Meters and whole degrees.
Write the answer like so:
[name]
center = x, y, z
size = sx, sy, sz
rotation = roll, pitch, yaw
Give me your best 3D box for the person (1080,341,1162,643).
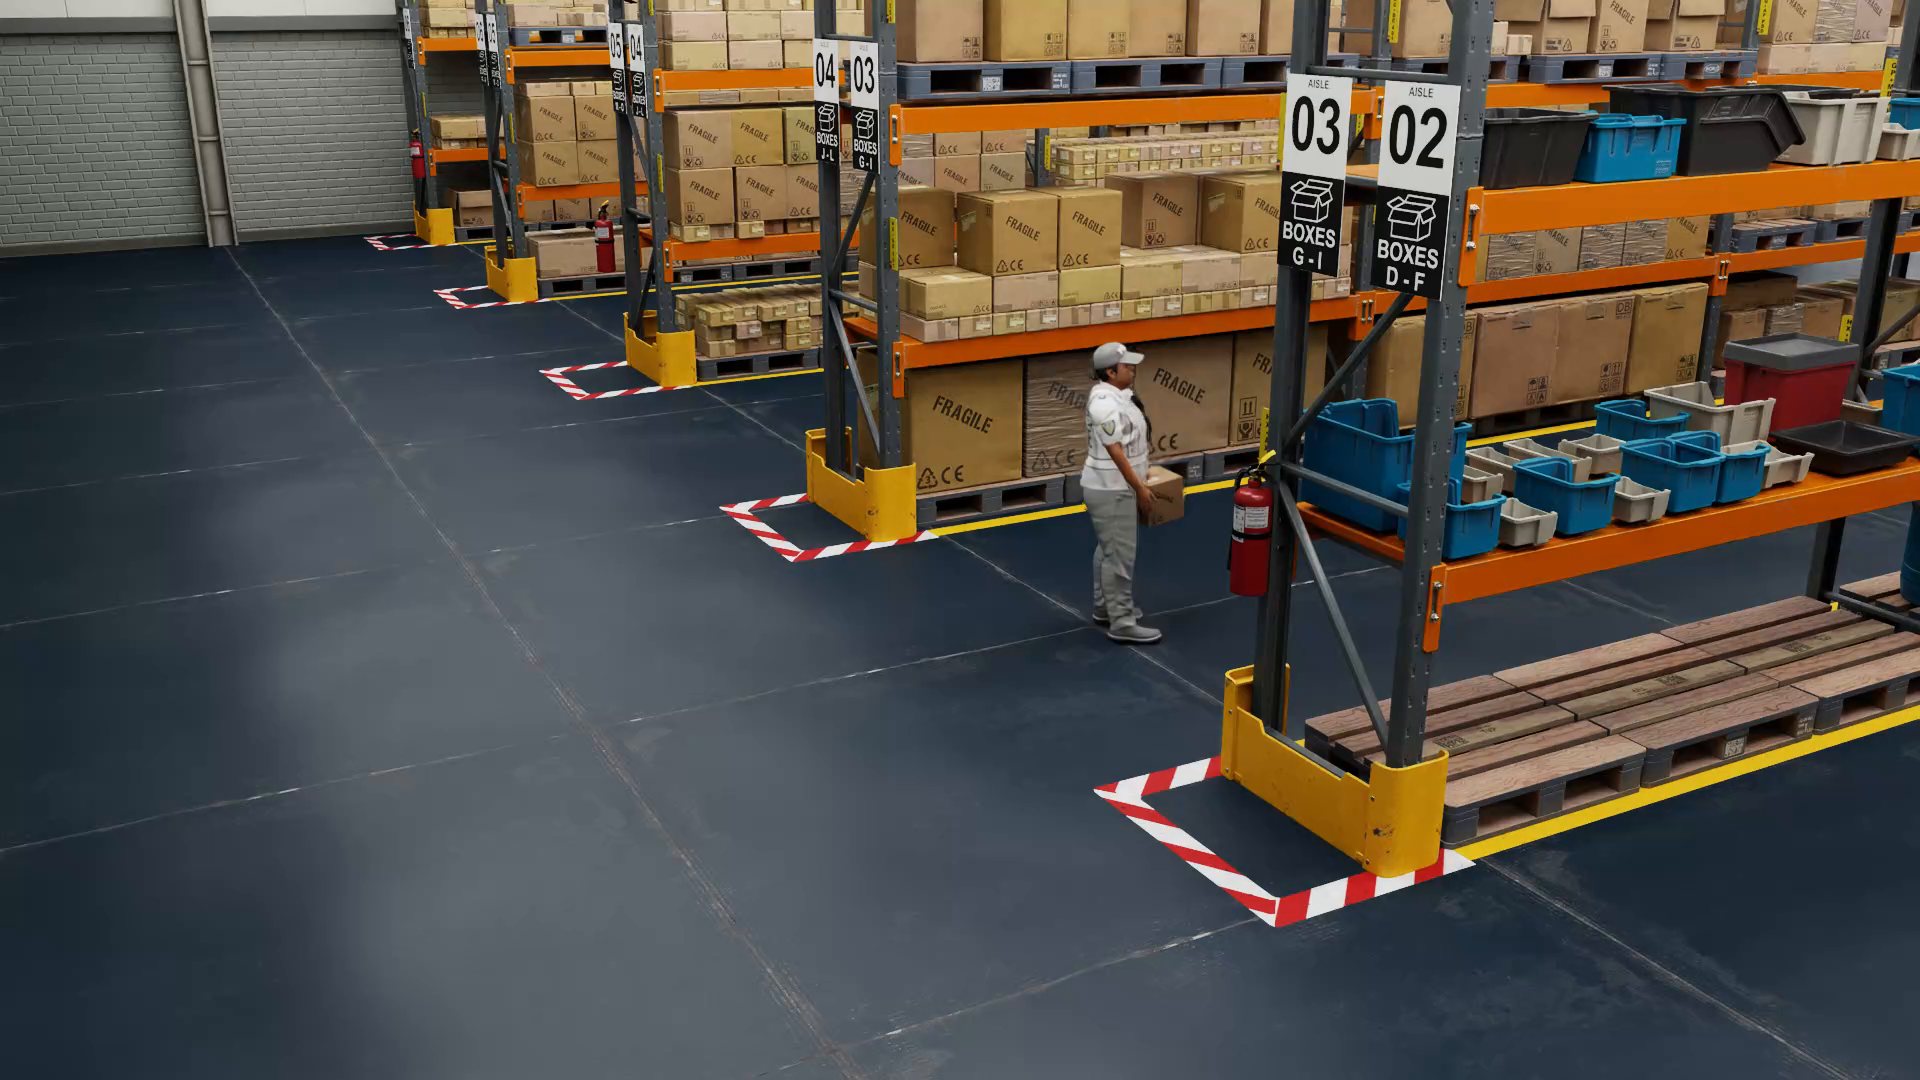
[person]
center = 0.935, -0.286, 9.365
size = 0.501, 1.673, 0.496
rotation = 4, 19, 12
